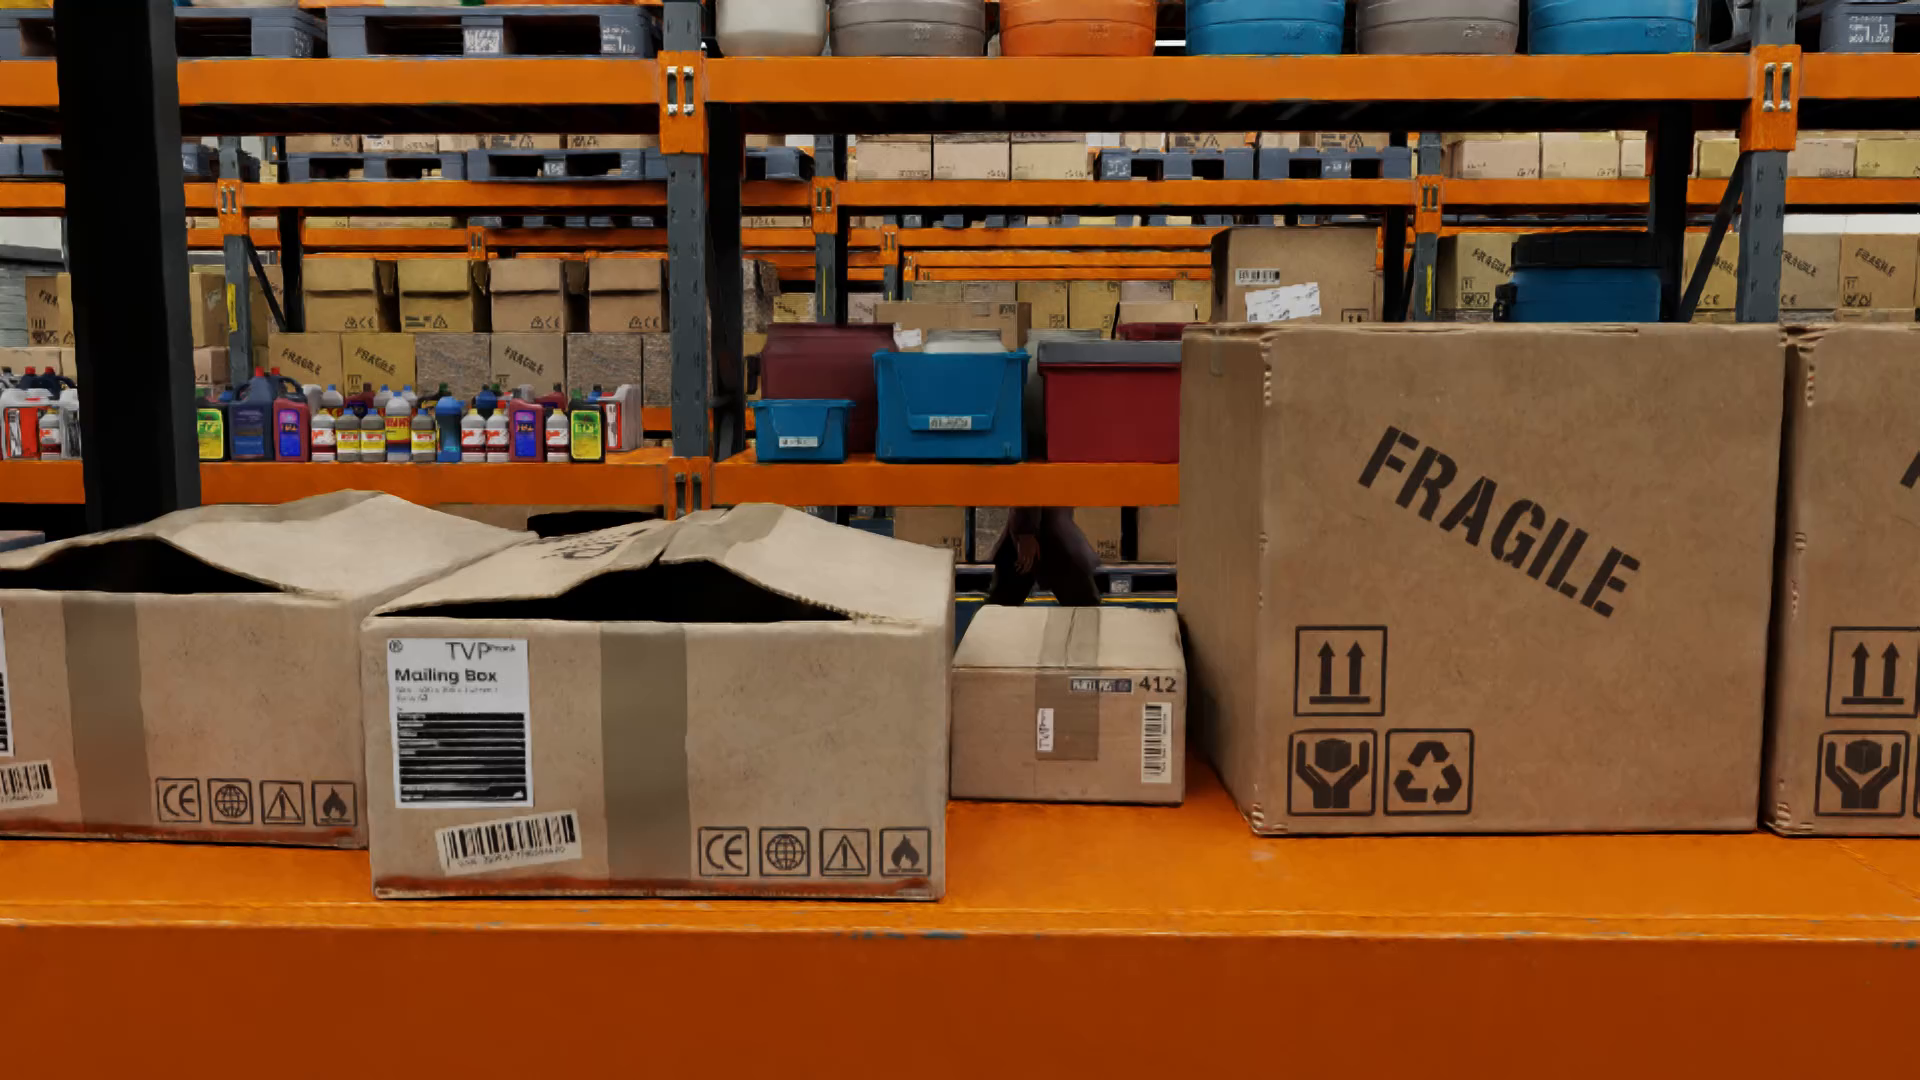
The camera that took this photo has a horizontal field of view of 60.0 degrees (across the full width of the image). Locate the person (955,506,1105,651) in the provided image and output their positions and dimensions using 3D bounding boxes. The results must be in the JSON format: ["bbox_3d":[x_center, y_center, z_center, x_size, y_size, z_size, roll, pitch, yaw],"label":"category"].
[{"bbox_3d":[0.462,-0.059,7.817,1.152,1.701,0.595,0,7,-4],"label":"person"}]
